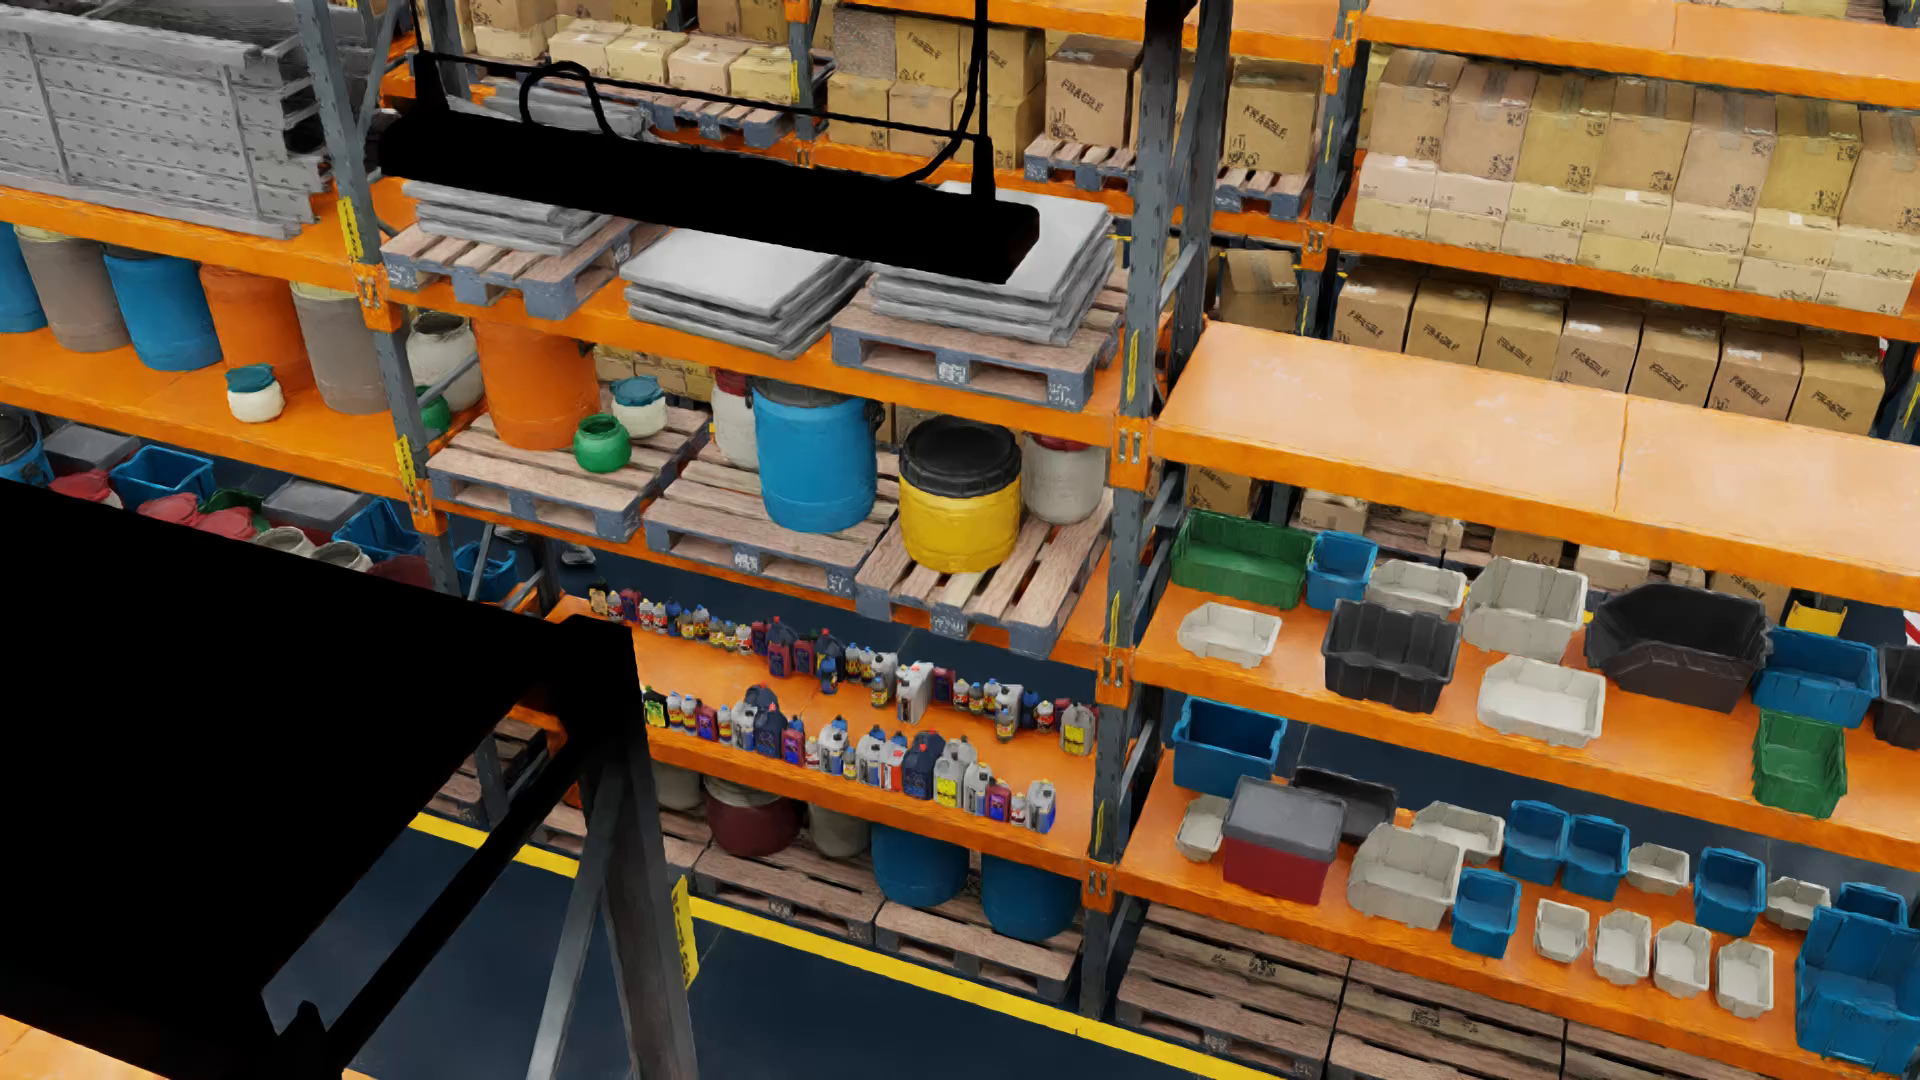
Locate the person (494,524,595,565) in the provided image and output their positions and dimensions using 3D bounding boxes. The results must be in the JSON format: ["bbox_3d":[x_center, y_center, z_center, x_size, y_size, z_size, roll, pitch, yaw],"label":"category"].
[{"bbox_3d":[-3.331,-0.550,12.757,0.997,1.625,0.500,12,38,16],"label":"person"}]
